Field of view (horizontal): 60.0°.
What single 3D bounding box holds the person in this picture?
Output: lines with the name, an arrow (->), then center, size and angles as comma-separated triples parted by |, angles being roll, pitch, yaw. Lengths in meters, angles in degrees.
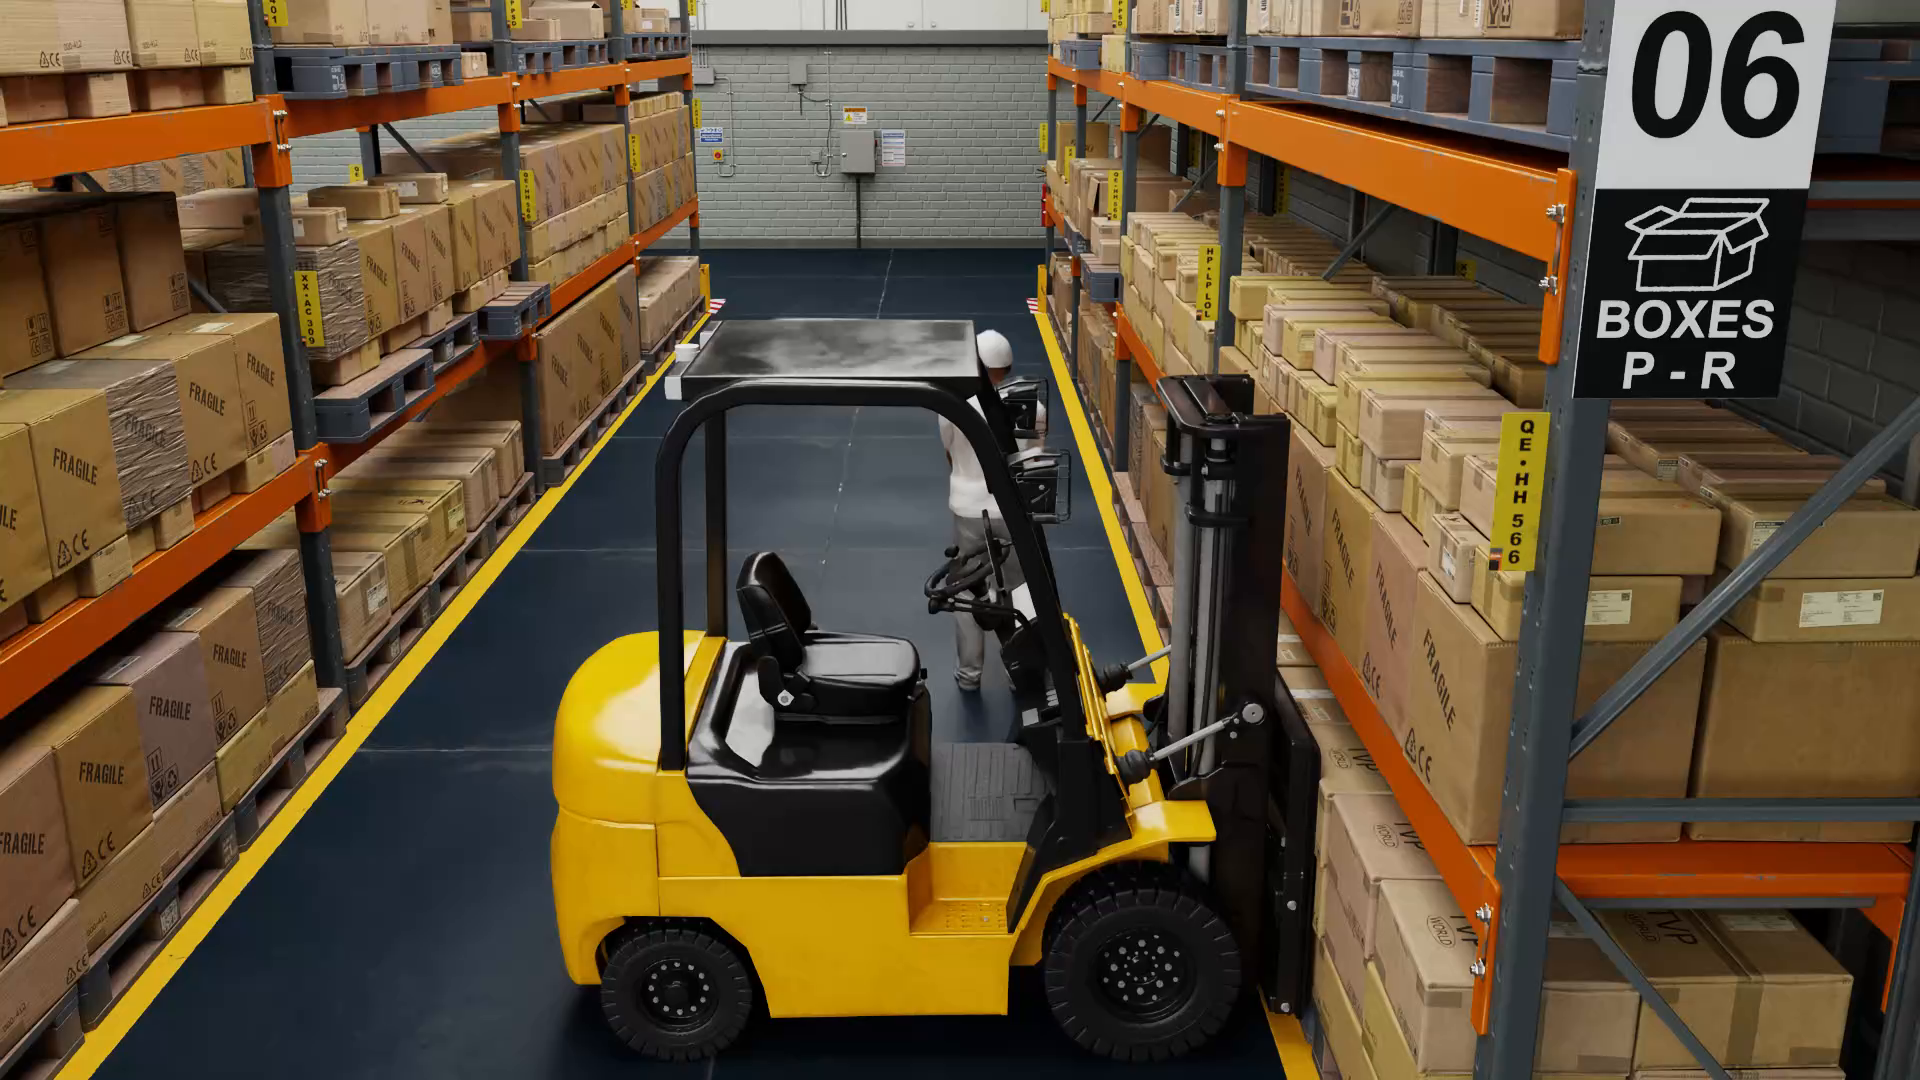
person -> 0.153, -0.161, 8.038 | 0.504, 1.761, 0.574 | 0, 17, 1
